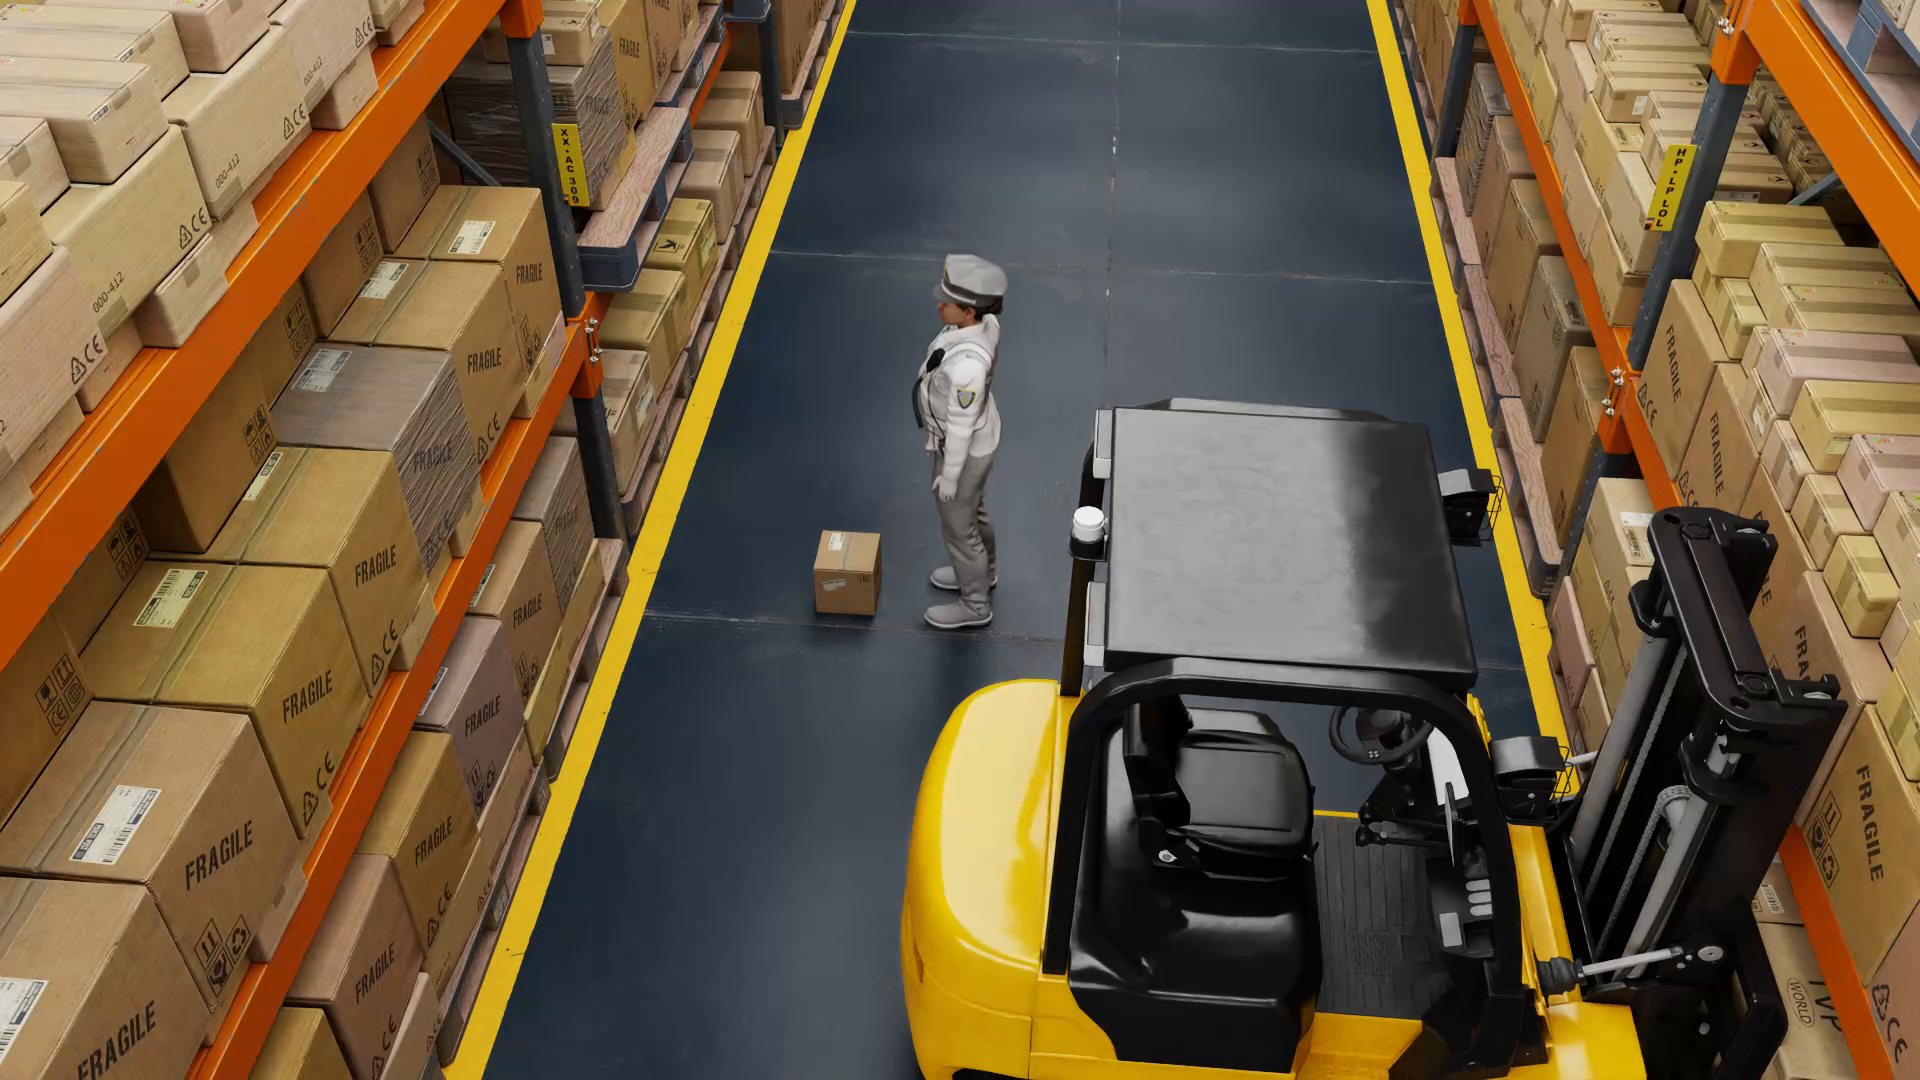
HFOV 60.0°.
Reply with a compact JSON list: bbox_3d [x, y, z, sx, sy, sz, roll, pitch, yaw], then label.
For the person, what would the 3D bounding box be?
[{"bbox_3d":[0.002,-0.368,6.576,0.346,1.686,0.465,4,40,5],"label":"person"}]
